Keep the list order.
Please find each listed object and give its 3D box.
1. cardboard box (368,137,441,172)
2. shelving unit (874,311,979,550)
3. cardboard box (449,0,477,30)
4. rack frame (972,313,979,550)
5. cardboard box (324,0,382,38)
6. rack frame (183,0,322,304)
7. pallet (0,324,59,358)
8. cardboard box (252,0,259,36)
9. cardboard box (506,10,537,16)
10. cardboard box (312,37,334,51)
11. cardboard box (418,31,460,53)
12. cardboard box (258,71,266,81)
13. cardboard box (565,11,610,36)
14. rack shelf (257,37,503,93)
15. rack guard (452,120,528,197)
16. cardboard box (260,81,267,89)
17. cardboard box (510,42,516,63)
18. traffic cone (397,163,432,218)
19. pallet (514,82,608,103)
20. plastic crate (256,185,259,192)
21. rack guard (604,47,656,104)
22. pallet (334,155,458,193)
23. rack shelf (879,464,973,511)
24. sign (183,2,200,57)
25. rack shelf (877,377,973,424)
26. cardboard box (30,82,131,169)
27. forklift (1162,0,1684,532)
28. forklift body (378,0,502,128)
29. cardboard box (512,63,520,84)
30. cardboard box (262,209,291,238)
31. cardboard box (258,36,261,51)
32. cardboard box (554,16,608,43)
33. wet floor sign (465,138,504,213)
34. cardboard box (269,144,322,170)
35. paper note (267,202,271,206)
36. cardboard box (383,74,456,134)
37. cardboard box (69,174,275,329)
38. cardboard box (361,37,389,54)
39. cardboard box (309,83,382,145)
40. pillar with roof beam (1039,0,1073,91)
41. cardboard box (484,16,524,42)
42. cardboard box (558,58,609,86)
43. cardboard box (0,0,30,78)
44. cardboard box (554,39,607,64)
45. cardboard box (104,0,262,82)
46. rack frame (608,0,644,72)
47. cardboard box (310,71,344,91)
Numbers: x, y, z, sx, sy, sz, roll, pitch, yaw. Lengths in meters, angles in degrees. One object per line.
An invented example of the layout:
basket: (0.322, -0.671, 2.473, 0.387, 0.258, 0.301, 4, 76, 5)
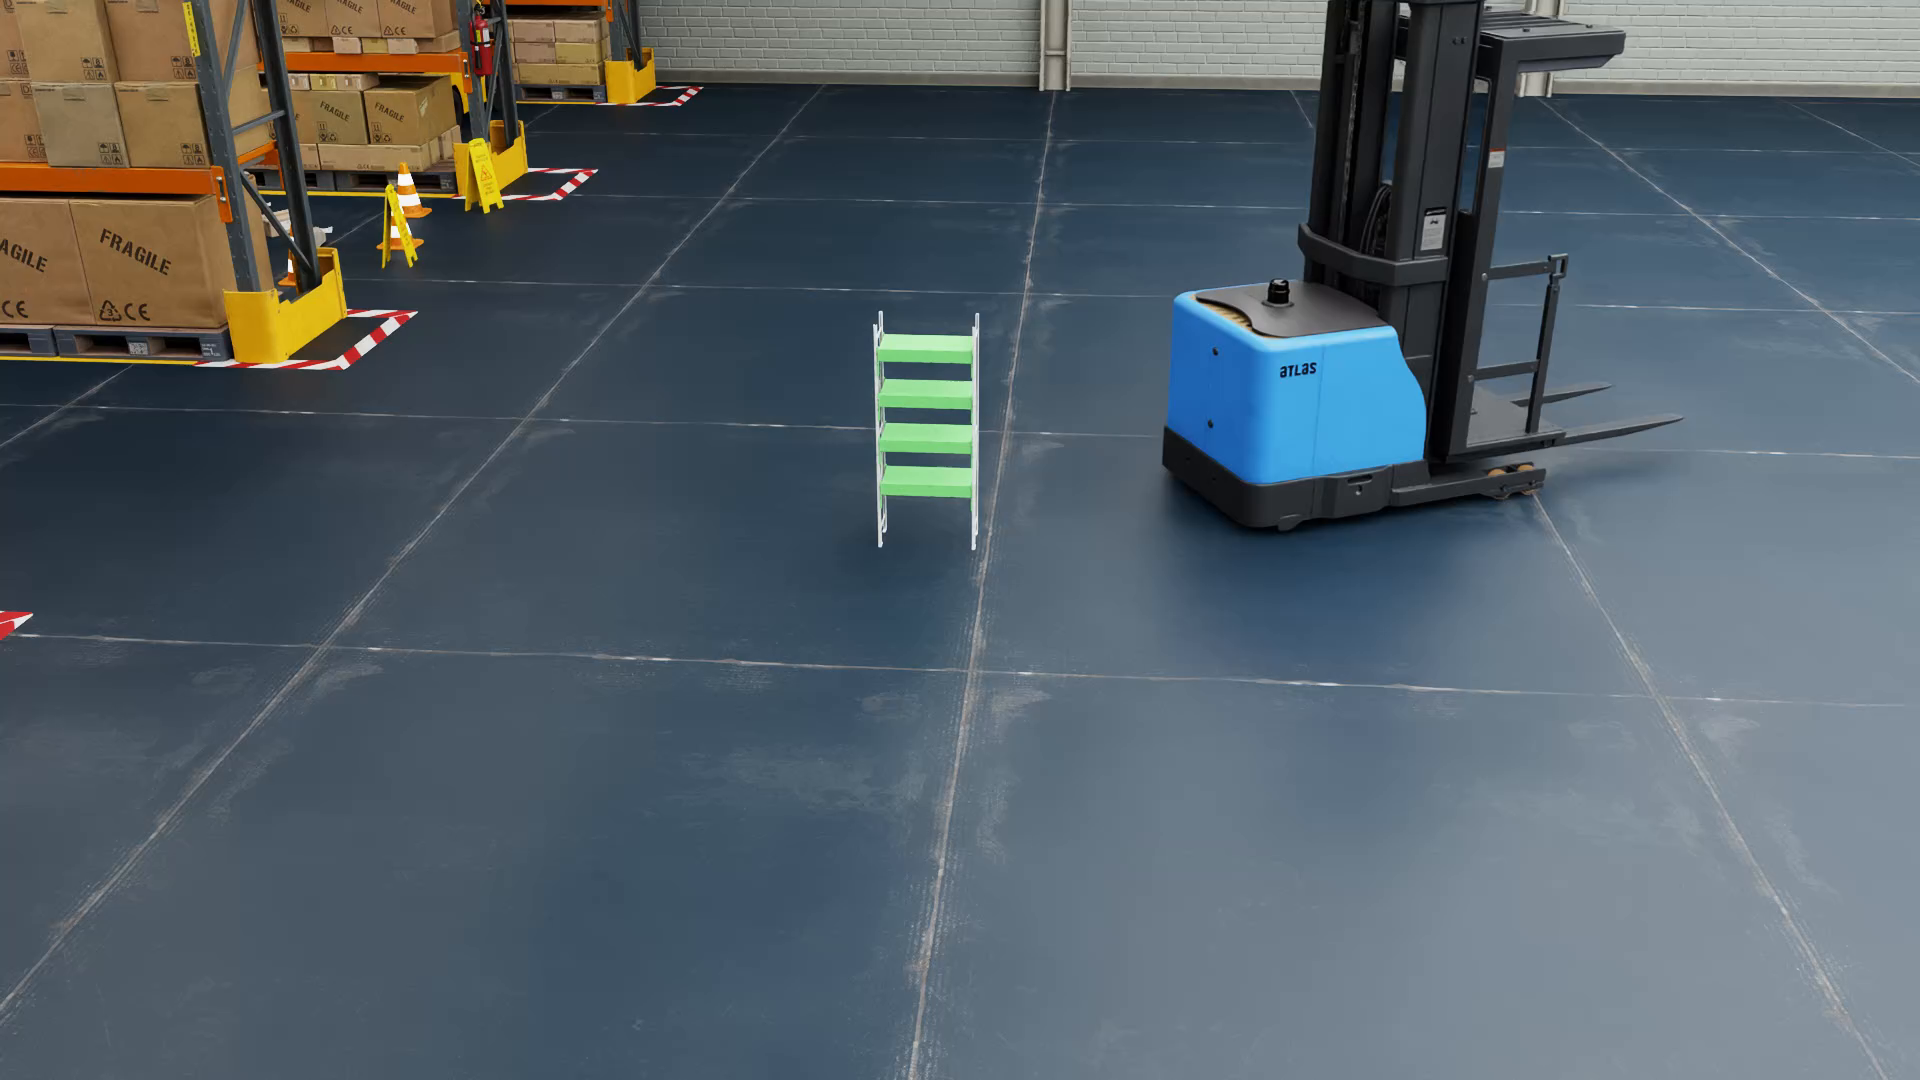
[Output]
cardboard box: (-5.366, -3.738, 16.072, 0.500, 0.250, 0.500, 2, 25, 4)
shelving unit: (-0.165, -0.550, 8.511, 0.503, 1.200, 0.258, 2, 25, 4)
cardboard box: (-4.967, -5.193, 15.972, 0.500, 0.500, 0.500, 1, 25, 3)
rack frame: (0.078, -0.543, 8.494, 0.015, 1.200, 0.240, 2, 25, 4)
cardboard box: (-5.577, -4.983, 15.515, 0.500, 0.500, 0.500, 2, 25, 4)
rack frame: (-4.794, -2.815, 11.280, 0.127, 3.000, 1.000, 2, 25, 4)
pallet: (-6.810, -1.582, 11.935, 1.213, 0.211, 1.003, 2, 25, 4)
cardboard box: (-6.579, -5.024, 15.605, 0.500, 0.500, 0.500, 2, 25, 5)
cardboard box: (-5.601, -6.476, 20.826, 0.500, 0.250, 0.500, 2, 25, 4)
cardboard box: (-5.924, -4.732, 15.746, 0.250, 0.149, 0.380, 2, 25, 5)
cardboard box: (-4.905, -4.690, 15.656, 0.250, 0.149, 0.380, 3, 25, 6)
cardboard box: (-6.878, -4.354, 16.513, 0.500, 0.500, 0.500, 3, 25, 7)
cardboard box: (-4.604, -6.441, 20.750, 0.500, 0.250, 0.500, 1, 25, 3)
rack shelf: (-6.510, -4.619, 16.060, 4.000, 0.370, 1.077, 2, 25, 4)
rack guard: (-4.592, -3.749, 16.299, 0.348, 0.500, 1.175, 2, 25, 4)
cardboard box: (-6.885, -4.131, 16.029, 0.500, 0.500, 0.500, 3, 25, 7)
cardboard box: (-5.664, -6.033, 20.462, 0.500, 0.250, 0.500, 1, 25, 3)
traffic cone: (-5.043, -3.205, 15.163, 0.334, 0.463, 0.336, 2, 25, 4)
pallet: (-4.905, -5.691, 20.865, 1.213, 0.211, 1.003, 2, 25, 4)
plastic crate: (-7.001, -3.291, 15.807, 0.583, 0.080, 0.402, -7, 26, -14)
rack guard: (-4.116, -5.814, 20.788, 0.348, 0.500, 1.175, 2, 25, 4)
pallet: (-5.399, -3.658, 16.448, 1.213, 0.211, 1.003, 2, 25, 4)
rack shelf: (-0.165, -0.274, 8.638, 0.480, 0.148, 0.258, 2, 25, 4)
sign: (-4.849, -3.223, 10.498, 0.005, 0.325, 0.100, 2, 25, 4)
rack shelf: (-0.165, -0.710, 8.437, 0.480, 0.148, 0.258, 2, 25, 4)
cardboard box: (-5.718, -2.885, 11.252, 0.550, 0.550, 0.875, 2, 25, 4)
forklift: (2.728, -1.750, 9.047, 3.031, 2.935, 1.130, -9, 26, -19)
forklift body: (-6.170, -5.865, 18.924, 1.214, 2.155, 2.313, 2, 25, 4)
cardboard box: (-5.625, -5.815, 20.587, 0.500, 0.250, 0.500, 2, 25, 5)
cardboard box: (-5.977, -2.787, 14.628, 0.250, 0.149, 0.380, 16, 29, 31)
cardboard box: (-6.686, -4.711, 15.699, 0.250, 0.149, 0.380, 2, 25, 4)
cardboard box: (-4.623, -6.231, 20.295, 0.500, 0.250, 0.500, 3, 25, 6)
wet floor sign: (-4.408, -3.360, 15.281, 0.232, 0.644, 0.267, 11, 27, 22)
cardboard box: (-6.380, -3.771, 16.145, 0.500, 0.250, 0.500, 1, 25, 2)
paper note: (-6.508, -3.121, 15.496, 0.148, 0.019, 0.142, -7, 26, -14)
cardboard box: (-5.323, -4.306, 16.409, 0.500, 0.500, 0.500, 1, 25, 2)
cardboard box: (-5.475, -2.035, 11.624, 0.875, 0.875, 0.875, 2, 25, 4)
cardboard box: (-5.420, -4.669, 15.610, 0.250, 0.149, 0.380, 1, 25, 3)
cardboard box: (-5.855, -4.096, 15.954, 0.500, 0.500, 0.500, 3, 25, 6)
pillar with roof beam: (0.888, -8.088, 15.561, 0.400, 9.000, 9.100, 2, 25, 4)
cardboard box: (-5.636, -6.257, 20.351, 0.500, 0.250, 0.500, 2, 25, 5)
cardboard box: (-4.632, -5.776, 20.501, 0.500, 0.250, 0.500, 2, 25, 4)
cardboard box: (-6.264, -3.456, 11.201, 0.550, 0.550, 0.875, 2, 25, 4)
cardboard box: (-4.649, -6.005, 20.400, 0.500, 0.250, 0.500, 2, 25, 3)
cardboard box: (-5.161, -3.402, 11.084, 0.550, 0.550, 0.875, 2, 25, 4)
rack frame: (-4.140, -6.951, 20.267, 0.127, 3.000, 1.000, 2, 25, 4)
cardboard box: (-5.956, -4.369, 15.770, 0.250, 0.149, 0.380, 2, 25, 5)
